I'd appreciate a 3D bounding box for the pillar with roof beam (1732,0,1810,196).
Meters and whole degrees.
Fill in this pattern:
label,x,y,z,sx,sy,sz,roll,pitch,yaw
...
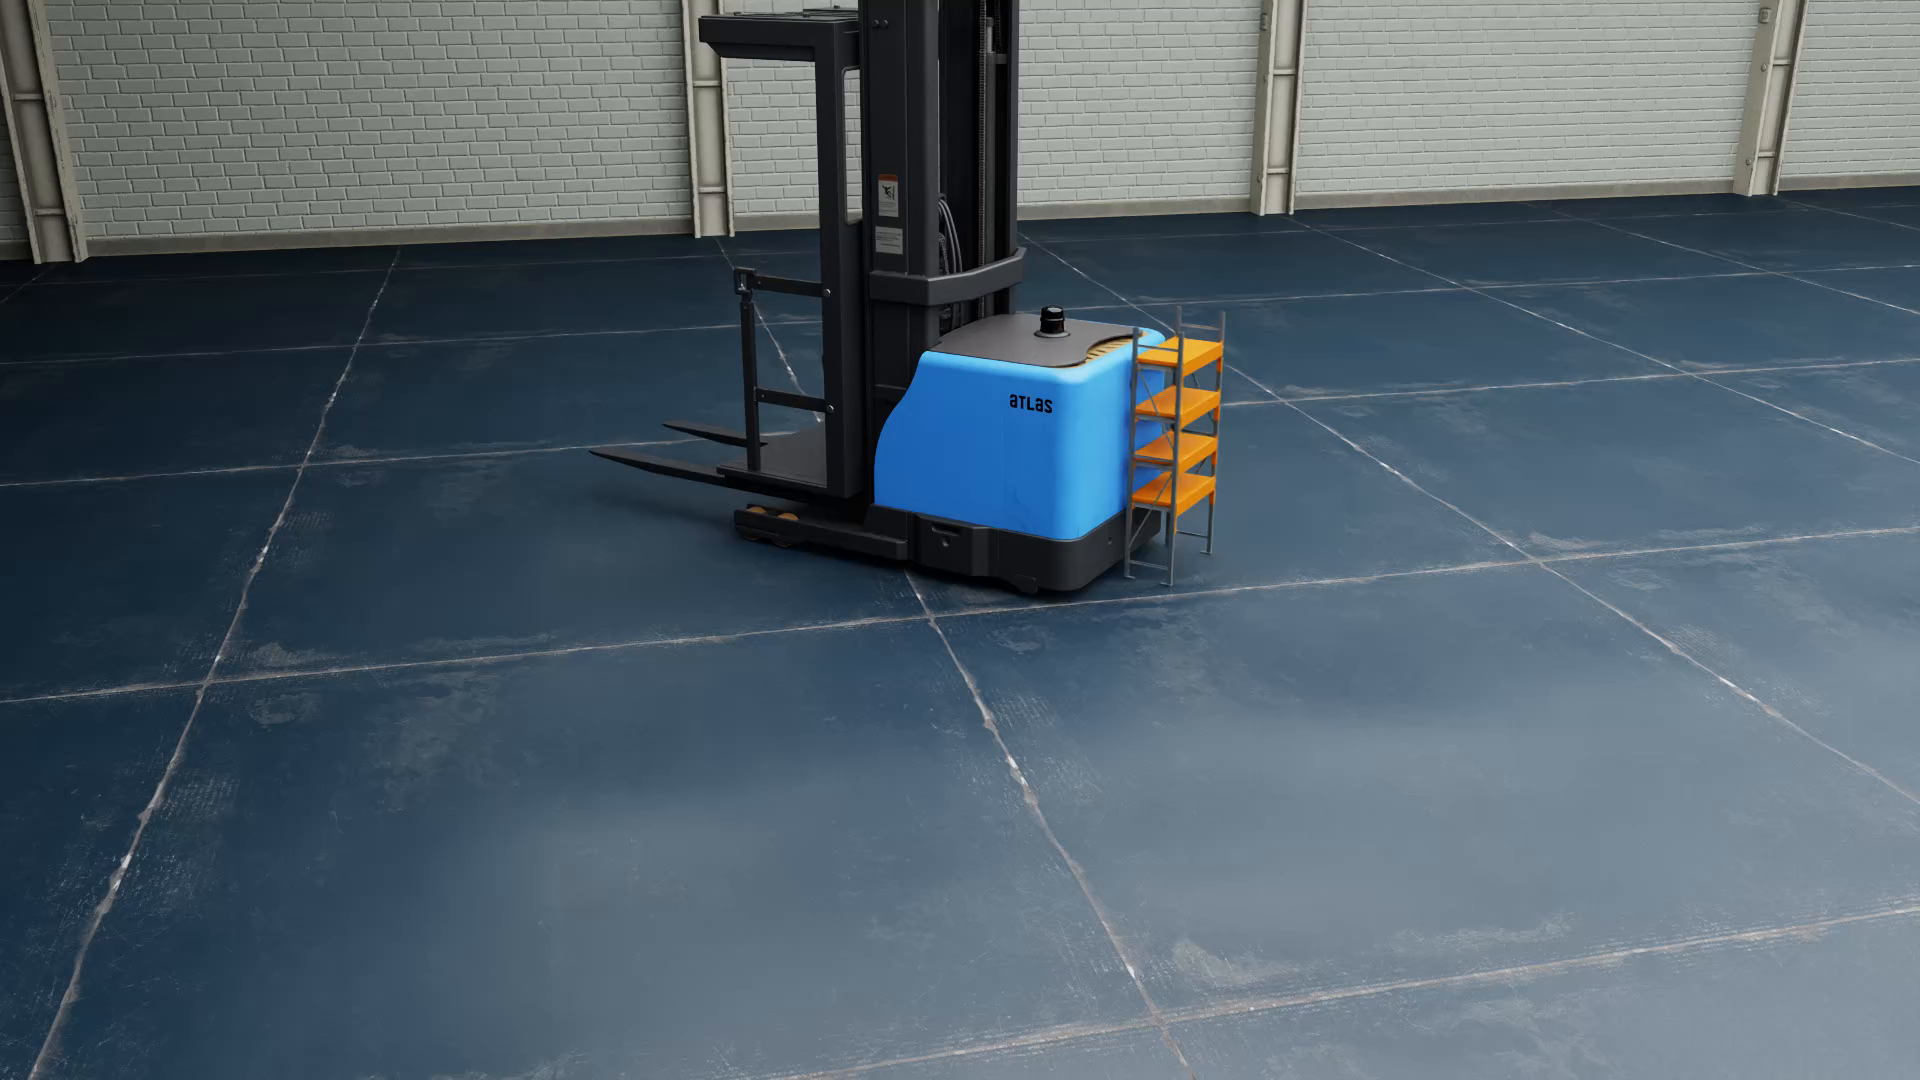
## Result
label,x,y,z,sx,sy,sz,roll,pitch,yaw
pillar with roof beam,10.195,-6.801,13.799,0.400,9.000,9.100,-5,21,-12

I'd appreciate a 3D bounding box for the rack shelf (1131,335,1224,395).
label,x,y,z,sx,sy,sz,roll,pitch,yaw
rack shelf,1.002,-0.810,7.639,0.258,0.148,0.480,11,23,28

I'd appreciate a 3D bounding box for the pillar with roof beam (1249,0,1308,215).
label,x,y,z,sx,sy,sz,roll,pitch,yaw
pillar with roof beam,4.356,-6.326,12.502,0.400,9.000,9.100,-5,21,-12

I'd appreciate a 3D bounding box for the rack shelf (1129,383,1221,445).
label,x,y,z,sx,sy,sz,roll,pitch,yaw
rack shelf,1.001,-0.588,7.720,0.258,0.148,0.480,11,23,28

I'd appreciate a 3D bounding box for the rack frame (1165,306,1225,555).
label,x,y,z,sx,sy,sz,roll,pitch,yaw
rack frame,1.123,-0.514,7.973,0.240,1.200,0.015,11,23,28

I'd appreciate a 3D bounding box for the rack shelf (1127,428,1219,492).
label,x,y,z,sx,sy,sz,roll,pitch,yaw
rack shelf,1.001,-0.378,7.797,0.258,0.148,0.480,11,23,28

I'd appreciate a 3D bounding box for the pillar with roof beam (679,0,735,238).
label,x,y,z,sx,sy,sz,roll,pitch,yaw
pillar with roof beam,-1.483,-5.852,11.206,0.400,9.000,9.100,-5,21,-12

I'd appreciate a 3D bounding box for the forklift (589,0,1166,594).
label,x,y,z,sx,sy,sz,roll,pitch,yaw
forklift,-0.536,-1.485,8.107,3.031,2.935,1.130,11,23,28

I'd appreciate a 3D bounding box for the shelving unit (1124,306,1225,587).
label,x,y,z,sx,sy,sz,roll,pitch,yaw
shelving unit,1.001,-0.441,7.774,0.258,1.200,0.503,11,23,28

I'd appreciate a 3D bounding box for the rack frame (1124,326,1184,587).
label,x,y,z,sx,sy,sz,roll,pitch,yaw
rack frame,0.880,-0.368,7.575,0.240,1.200,0.015,11,23,28

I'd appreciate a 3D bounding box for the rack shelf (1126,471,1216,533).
label,x,y,z,sx,sy,sz,roll,pitch,yaw
rack shelf,1.001,-0.191,7.865,0.258,0.148,0.480,11,23,28

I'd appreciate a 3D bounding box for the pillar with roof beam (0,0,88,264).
label,x,y,z,sx,sy,sz,roll,pitch,yaw
pillar with roof beam,-7.322,-5.377,9.909,0.400,9.000,9.100,-5,21,-12
